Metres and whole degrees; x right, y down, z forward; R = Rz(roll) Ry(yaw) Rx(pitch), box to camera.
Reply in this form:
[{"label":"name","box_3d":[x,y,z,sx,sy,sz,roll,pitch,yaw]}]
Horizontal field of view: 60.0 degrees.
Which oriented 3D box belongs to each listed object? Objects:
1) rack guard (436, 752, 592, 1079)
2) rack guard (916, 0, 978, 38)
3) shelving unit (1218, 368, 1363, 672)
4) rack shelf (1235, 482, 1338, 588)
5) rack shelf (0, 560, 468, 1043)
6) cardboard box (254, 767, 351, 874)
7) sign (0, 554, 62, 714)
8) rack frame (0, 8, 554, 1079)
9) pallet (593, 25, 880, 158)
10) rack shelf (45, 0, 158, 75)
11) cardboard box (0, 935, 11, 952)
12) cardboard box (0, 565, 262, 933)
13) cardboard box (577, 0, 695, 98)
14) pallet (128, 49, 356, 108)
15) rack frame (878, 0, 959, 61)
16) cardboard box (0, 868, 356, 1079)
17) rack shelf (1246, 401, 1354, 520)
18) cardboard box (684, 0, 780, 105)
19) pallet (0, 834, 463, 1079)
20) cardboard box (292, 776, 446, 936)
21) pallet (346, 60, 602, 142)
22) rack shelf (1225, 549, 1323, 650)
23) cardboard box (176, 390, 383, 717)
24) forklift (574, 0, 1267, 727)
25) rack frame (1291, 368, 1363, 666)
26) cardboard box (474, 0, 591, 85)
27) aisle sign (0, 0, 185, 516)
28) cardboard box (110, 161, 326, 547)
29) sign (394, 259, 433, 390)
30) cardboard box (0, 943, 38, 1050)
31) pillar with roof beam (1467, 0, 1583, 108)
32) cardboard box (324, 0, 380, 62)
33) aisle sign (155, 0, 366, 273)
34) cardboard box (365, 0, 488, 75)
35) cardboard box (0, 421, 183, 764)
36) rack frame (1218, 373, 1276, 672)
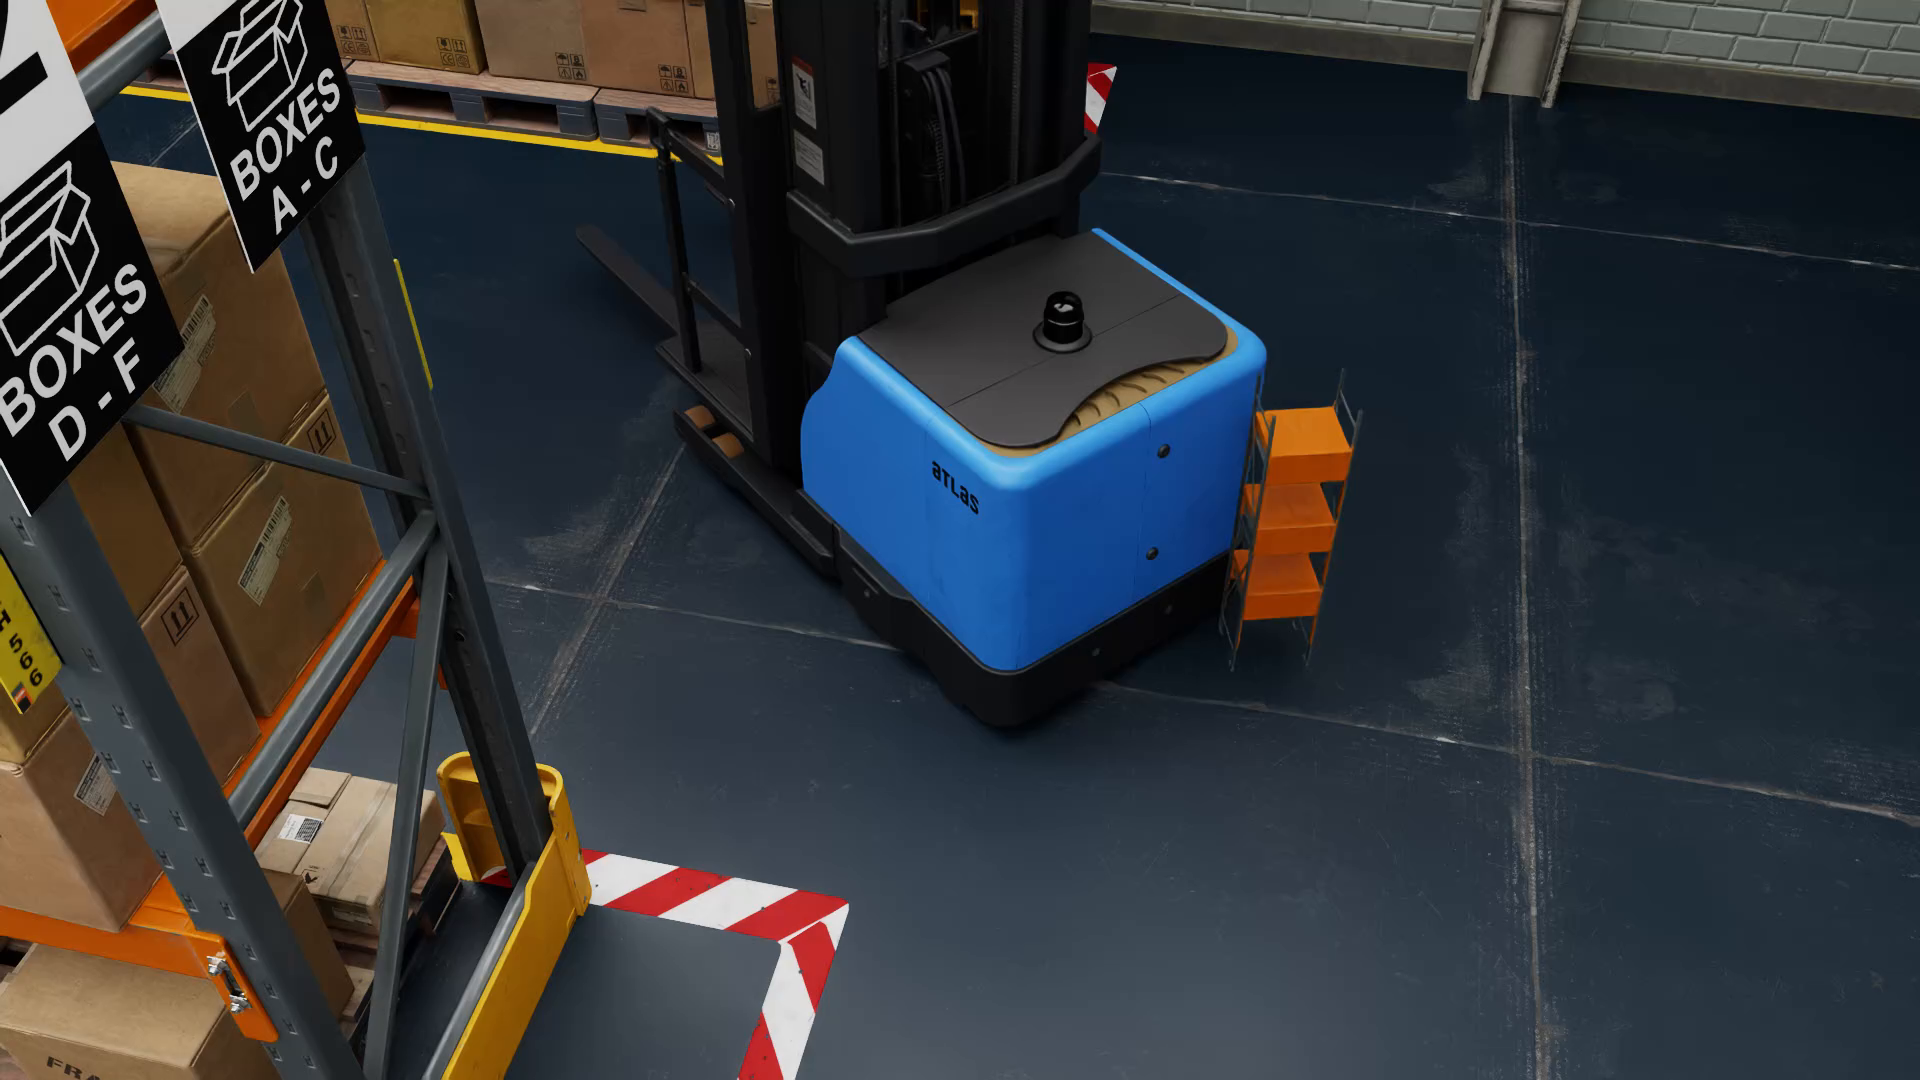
[{"label":"rack guard","box_3d":[-1.325,1.158,4.186,0.348,0.500,1.175,9,45,9]},{"label":"rack guard","box_3d":[-0.150,-2.180,7.654,0.348,0.500,1.175,9,45,9]},{"label":"shelving unit","box_3d":[0.981,-0.035,5.029,0.252,1.050,0.215,-4,44,-4]},{"label":"rack shelf","box_3d":[0.981,-0.027,5.036,0.240,0.259,0.215,-4,44,-4]},{"label":"rack shelf","box_3d":[-3.203,0.225,3.872,4.000,0.370,1.077,9,45,9]},{"label":"cardboard box","box_3d":[-1.829,0.798,4.484,0.250,0.166,0.380,9,45,9]},{"label":"sign","box_3d":[-1.392,0.111,2.409,0.005,0.325,0.100,9,45,9]},{"label":"rack frame","box_3d":[-1.251,0.269,3.307,0.127,3.000,1.000,9,45,9]},{"label":"pallet","box_3d":[-0.971,-2.147,7.829,1.213,0.211,1.003,9,45,9]},{"label":"rack shelf","box_3d":[-3.203,-0.855,2.831,4.000,0.370,1.077,9,45,9]},{"label":"cardboard box","box_3d":[-2.756,1.021,4.191,0.500,0.250,0.500,9,45,9]},{"label":"cardboard box","box_3d":[-1.748,0.349,3.152,0.500,0.500,0.500,10,45,10]},{"label":"cardboard box","box_3d":[-1.366,-2.449,7.631,0.500,0.500,0.700,9,45,9]},{"label":"pallet","box_3d":[-3.352,-2.517,8.213,1.213,0.211,1.003,9,45,9]},{"label":"rack frame","box_3d":[-0.173,-3.084,6.791,0.127,3.000,1.000,9,45,9]},{"label":"cardboard box","box_3d":[-1.836,1.096,3.934,0.500,0.500,0.500,9,45,9]},{"label":"rack shelf","box_3d":[0.981,-0.231,4.839,0.240,0.259,0.215,-4,44,-4]},{"label":"cardboard box","box_3d":[-0.878,-2.373,7.552,0.500,0.500,0.700,9,45,9]},{"label":"pallet","box_3d":[-2.104,1.142,4.411,1.213,0.211,1.003,9,45,9]},{"label":"cardboard box","box_3d":[-1.585,0.842,4.451,0.250,0.149,0.380,9,45,9]},{"label":"pallet","box_3d":[-2.157,-2.334,8.022,1.213,0.211,1.003,9,45,9]},{"label":"rack shelf","box_3d":[0.981,0.173,5.229,0.240,0.259,0.215,-4,44,-4]},{"label":"cardboard box","box_3d":[-1.627,-0.013,3.528,0.500,0.500,0.500,10,45,10]},{"label":"forklift","box_3d":[-0.382,-1.461,5.154,1.130,2.935,3.031,-28,50,-26]},{"label":"rack frame","box_3d":[1.102,-0.043,5.037,0.008,1.050,0.200,-4,44,-4]},{"label":"cardboard box","box_3d":[-1.857,-2.524,7.709,0.500,0.500,0.700,7,44,8]},{"label":"aisle sign","box_3d":[-1.252,-0.450,2.180,0.004,0.787,0.394,9,45,9]},{"label":"cardboard box","box_3d":[-1.627,-0.373,3.181,0.500,0.500,0.500,10,45,10]},{"label":"sign","box_3d":[-1.133,-0.410,3.389,0.005,0.325,0.100,9,45,9]},{"label":"cardboard box","box_3d":[-2.211,1.094,4.177,0.250,0.166,0.380,9,45,9]},{"label":"pillar with roof beam","box_3d":[1.710,-2.508,1.867,0.400,9.000,9.100,9,45,9]},{"label":"cardboard box","box_3d":[-2.880,-2.679,7.870,0.500,0.500,0.700,8,45,9]},{"label":"aisle sign","box_3d":[-1.121,-0.856,2.602,0.004,0.787,0.394,9,45,9]},{"label":"cardboard box","box_3d":[-2.379,-2.600,7.788,0.500,0.500,0.700,10,45,10]},{"label":"cardboard box","box_3d":[-1.746,-0.008,2.803,0.500,0.500,0.500,8,45,9]},{"label":"rack frame","box_3d":[0.859,-0.026,5.020,0.008,1.050,0.200,-4,44,-4]}]
